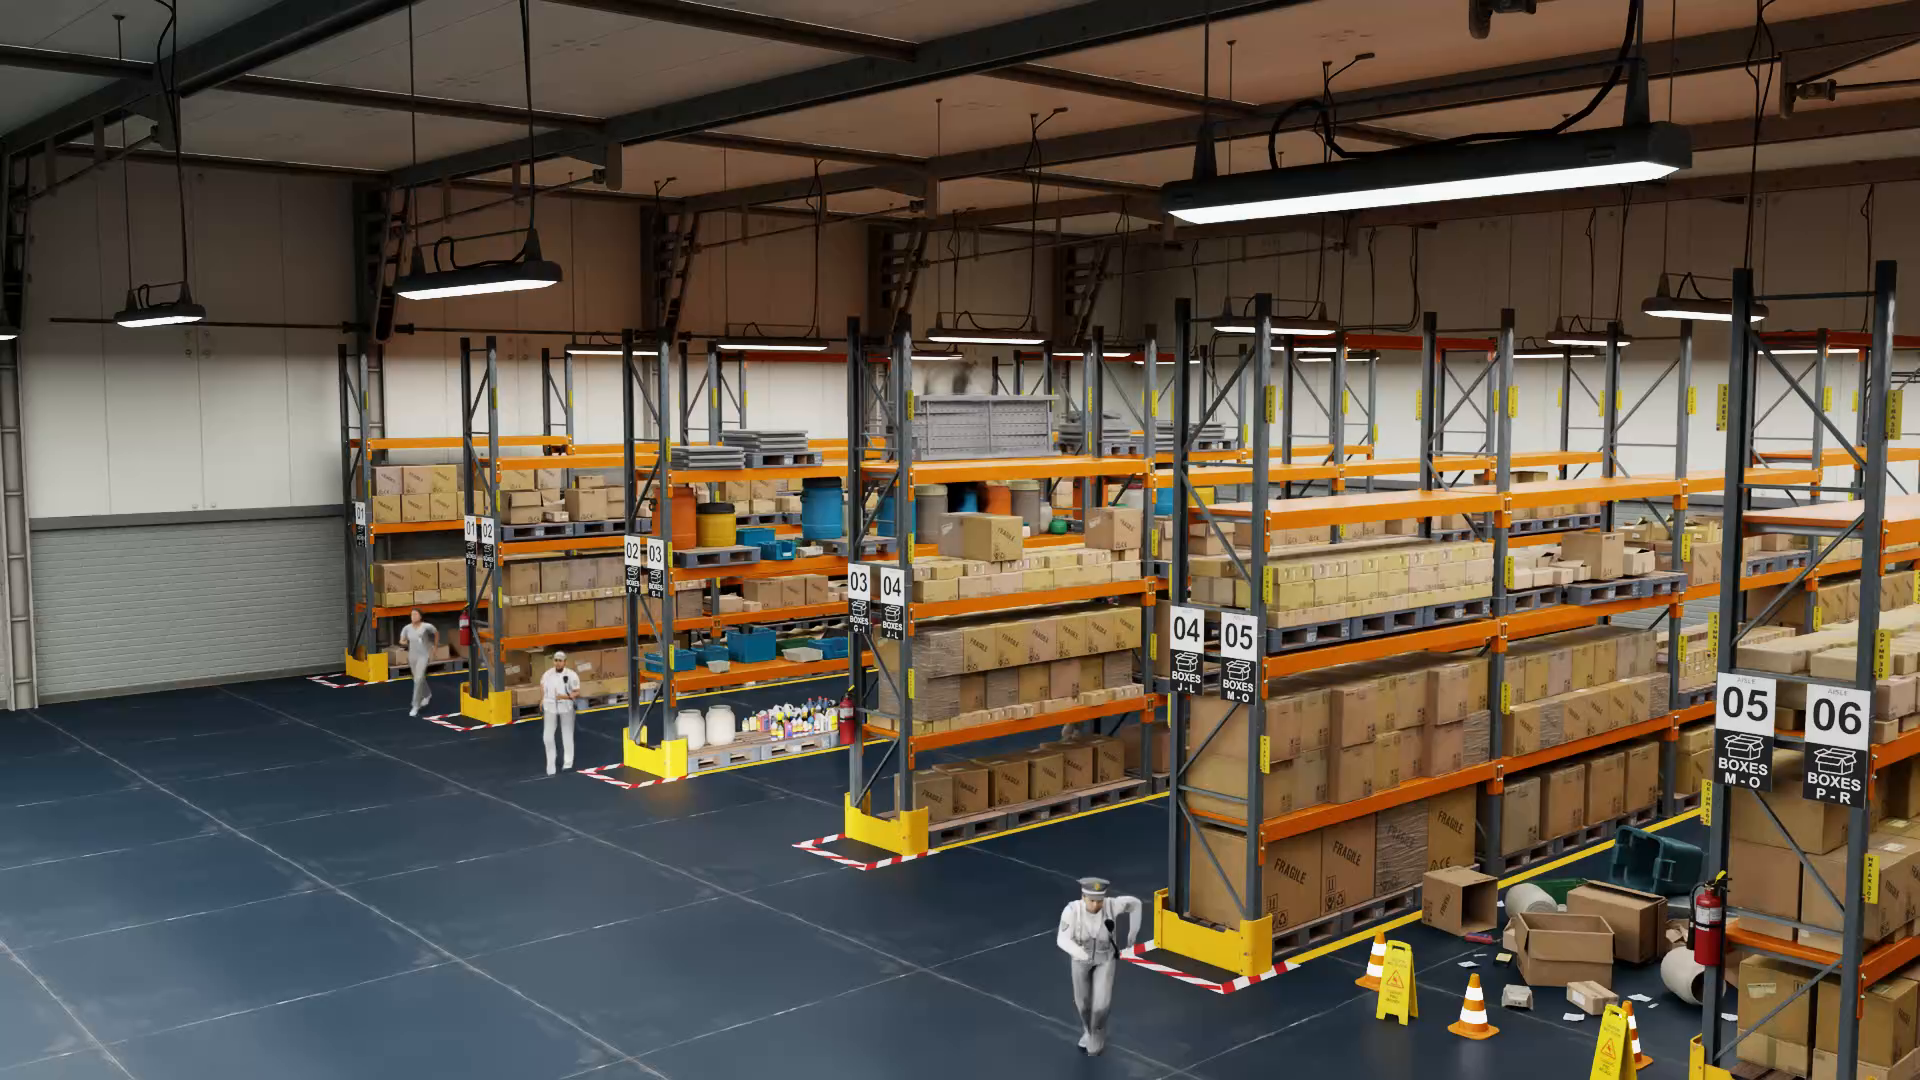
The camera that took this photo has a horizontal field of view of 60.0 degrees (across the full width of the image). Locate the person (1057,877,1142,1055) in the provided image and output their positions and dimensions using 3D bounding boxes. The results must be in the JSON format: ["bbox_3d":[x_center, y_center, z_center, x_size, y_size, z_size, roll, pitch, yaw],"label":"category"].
[{"bbox_3d":[1.071,3.262,12.767,0.645,1.503,0.888,0,5,4],"label":"person"}]

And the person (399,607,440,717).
[{"bbox_3d":[-8.690,1.917,26.732,0.543,1.697,0.909,1,5,7],"label":"person"}]

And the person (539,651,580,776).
[{"bbox_3d":[-5.404,2.343,22.418,0.581,1.675,0.688,0,5,-5],"label":"person"}]

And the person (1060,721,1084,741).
[{"bbox_3d":[1.499,1.952,22.847,0.655,1.774,0.854,4,6,38],"label":"person"}]
